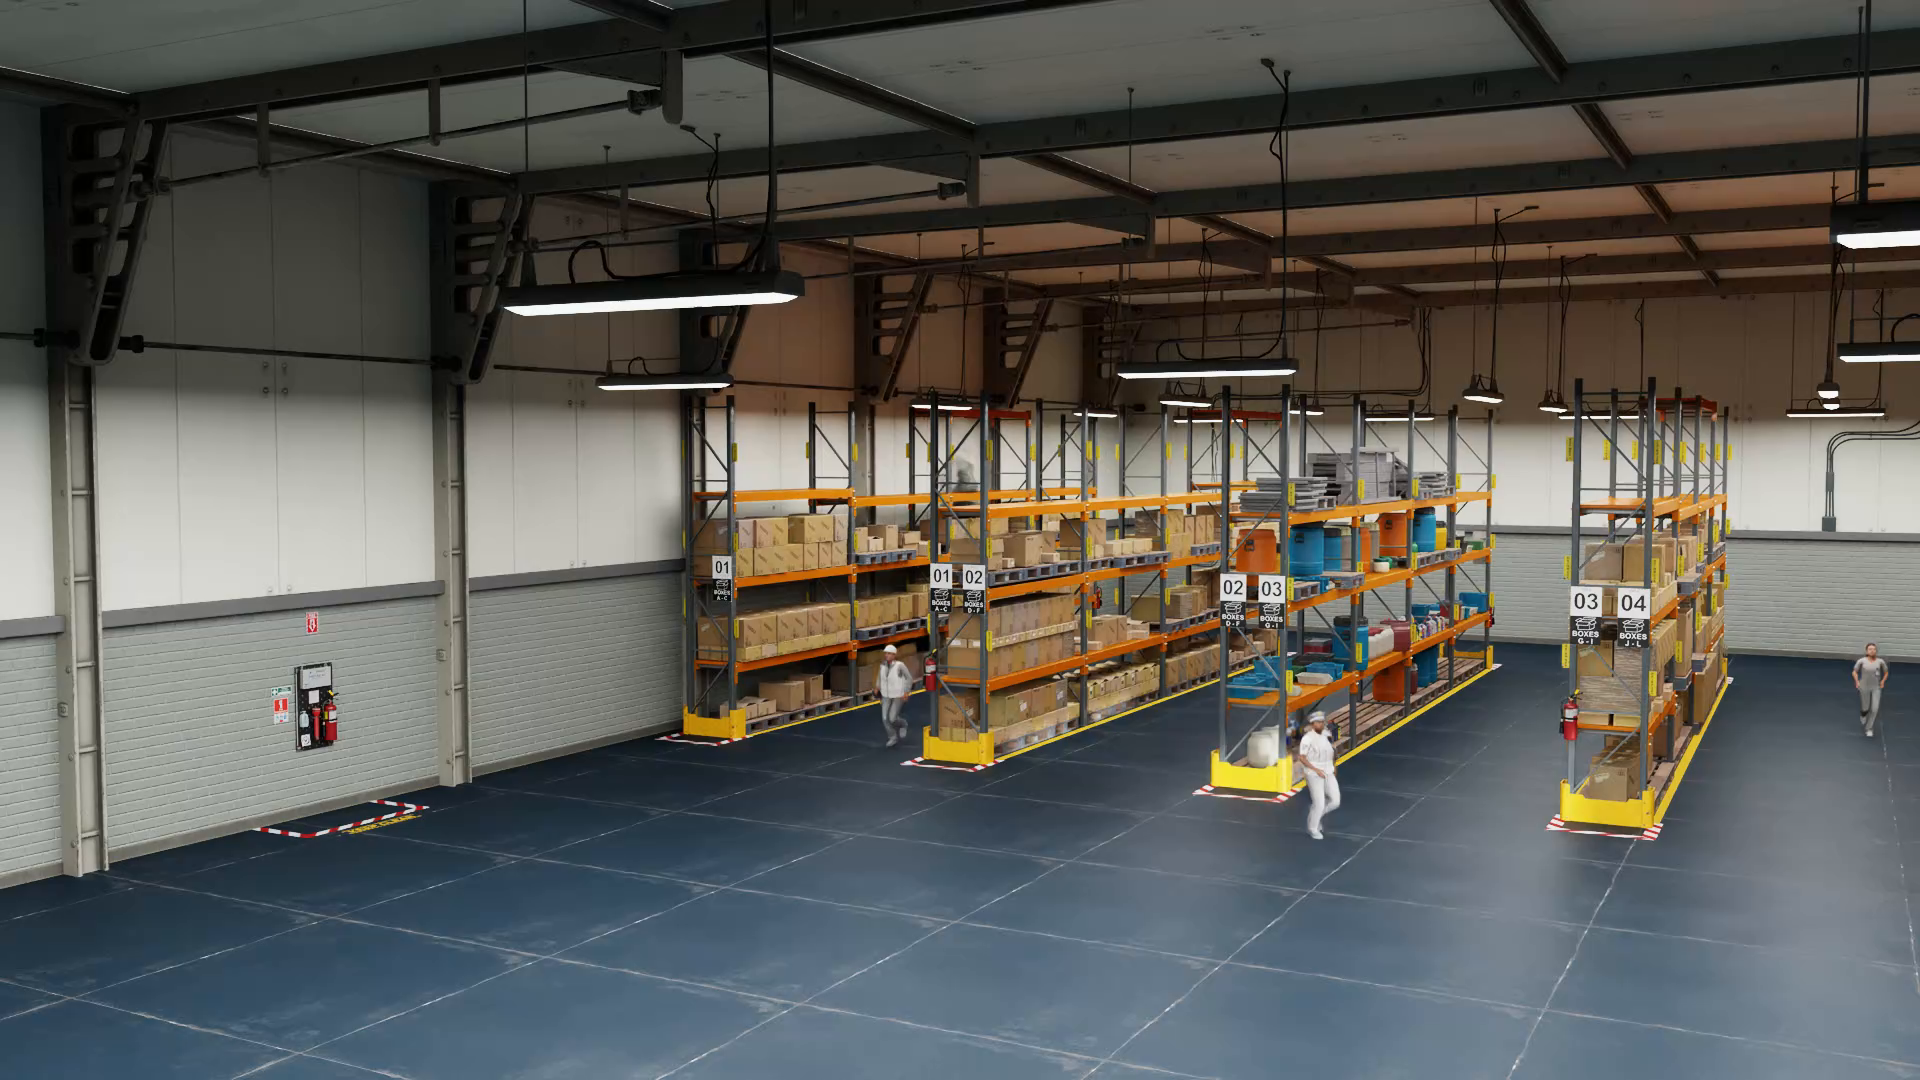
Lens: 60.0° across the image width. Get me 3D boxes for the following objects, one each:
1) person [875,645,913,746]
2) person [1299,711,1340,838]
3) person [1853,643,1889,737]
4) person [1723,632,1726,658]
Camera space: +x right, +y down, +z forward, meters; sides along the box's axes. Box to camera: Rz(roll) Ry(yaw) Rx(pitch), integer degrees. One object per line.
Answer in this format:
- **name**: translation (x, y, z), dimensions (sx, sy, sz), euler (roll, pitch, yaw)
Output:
- **person**: translation (-1.148, 2.650, 28.352), dimensions (0.663, 1.731, 0.635), euler (2, 3, 29)
- **person**: translation (4.689, 3.041, 21.580), dimensions (0.586, 1.664, 0.495), euler (-1, 3, -26)
- **person**: translation (16.164, 2.656, 29.520), dimensions (0.575, 1.605, 0.633), euler (1, 3, 22)
- **person**: translation (16.950, 2.173, 37.413), dimensions (0.642, 1.710, 0.733), euler (2, 4, 34)
